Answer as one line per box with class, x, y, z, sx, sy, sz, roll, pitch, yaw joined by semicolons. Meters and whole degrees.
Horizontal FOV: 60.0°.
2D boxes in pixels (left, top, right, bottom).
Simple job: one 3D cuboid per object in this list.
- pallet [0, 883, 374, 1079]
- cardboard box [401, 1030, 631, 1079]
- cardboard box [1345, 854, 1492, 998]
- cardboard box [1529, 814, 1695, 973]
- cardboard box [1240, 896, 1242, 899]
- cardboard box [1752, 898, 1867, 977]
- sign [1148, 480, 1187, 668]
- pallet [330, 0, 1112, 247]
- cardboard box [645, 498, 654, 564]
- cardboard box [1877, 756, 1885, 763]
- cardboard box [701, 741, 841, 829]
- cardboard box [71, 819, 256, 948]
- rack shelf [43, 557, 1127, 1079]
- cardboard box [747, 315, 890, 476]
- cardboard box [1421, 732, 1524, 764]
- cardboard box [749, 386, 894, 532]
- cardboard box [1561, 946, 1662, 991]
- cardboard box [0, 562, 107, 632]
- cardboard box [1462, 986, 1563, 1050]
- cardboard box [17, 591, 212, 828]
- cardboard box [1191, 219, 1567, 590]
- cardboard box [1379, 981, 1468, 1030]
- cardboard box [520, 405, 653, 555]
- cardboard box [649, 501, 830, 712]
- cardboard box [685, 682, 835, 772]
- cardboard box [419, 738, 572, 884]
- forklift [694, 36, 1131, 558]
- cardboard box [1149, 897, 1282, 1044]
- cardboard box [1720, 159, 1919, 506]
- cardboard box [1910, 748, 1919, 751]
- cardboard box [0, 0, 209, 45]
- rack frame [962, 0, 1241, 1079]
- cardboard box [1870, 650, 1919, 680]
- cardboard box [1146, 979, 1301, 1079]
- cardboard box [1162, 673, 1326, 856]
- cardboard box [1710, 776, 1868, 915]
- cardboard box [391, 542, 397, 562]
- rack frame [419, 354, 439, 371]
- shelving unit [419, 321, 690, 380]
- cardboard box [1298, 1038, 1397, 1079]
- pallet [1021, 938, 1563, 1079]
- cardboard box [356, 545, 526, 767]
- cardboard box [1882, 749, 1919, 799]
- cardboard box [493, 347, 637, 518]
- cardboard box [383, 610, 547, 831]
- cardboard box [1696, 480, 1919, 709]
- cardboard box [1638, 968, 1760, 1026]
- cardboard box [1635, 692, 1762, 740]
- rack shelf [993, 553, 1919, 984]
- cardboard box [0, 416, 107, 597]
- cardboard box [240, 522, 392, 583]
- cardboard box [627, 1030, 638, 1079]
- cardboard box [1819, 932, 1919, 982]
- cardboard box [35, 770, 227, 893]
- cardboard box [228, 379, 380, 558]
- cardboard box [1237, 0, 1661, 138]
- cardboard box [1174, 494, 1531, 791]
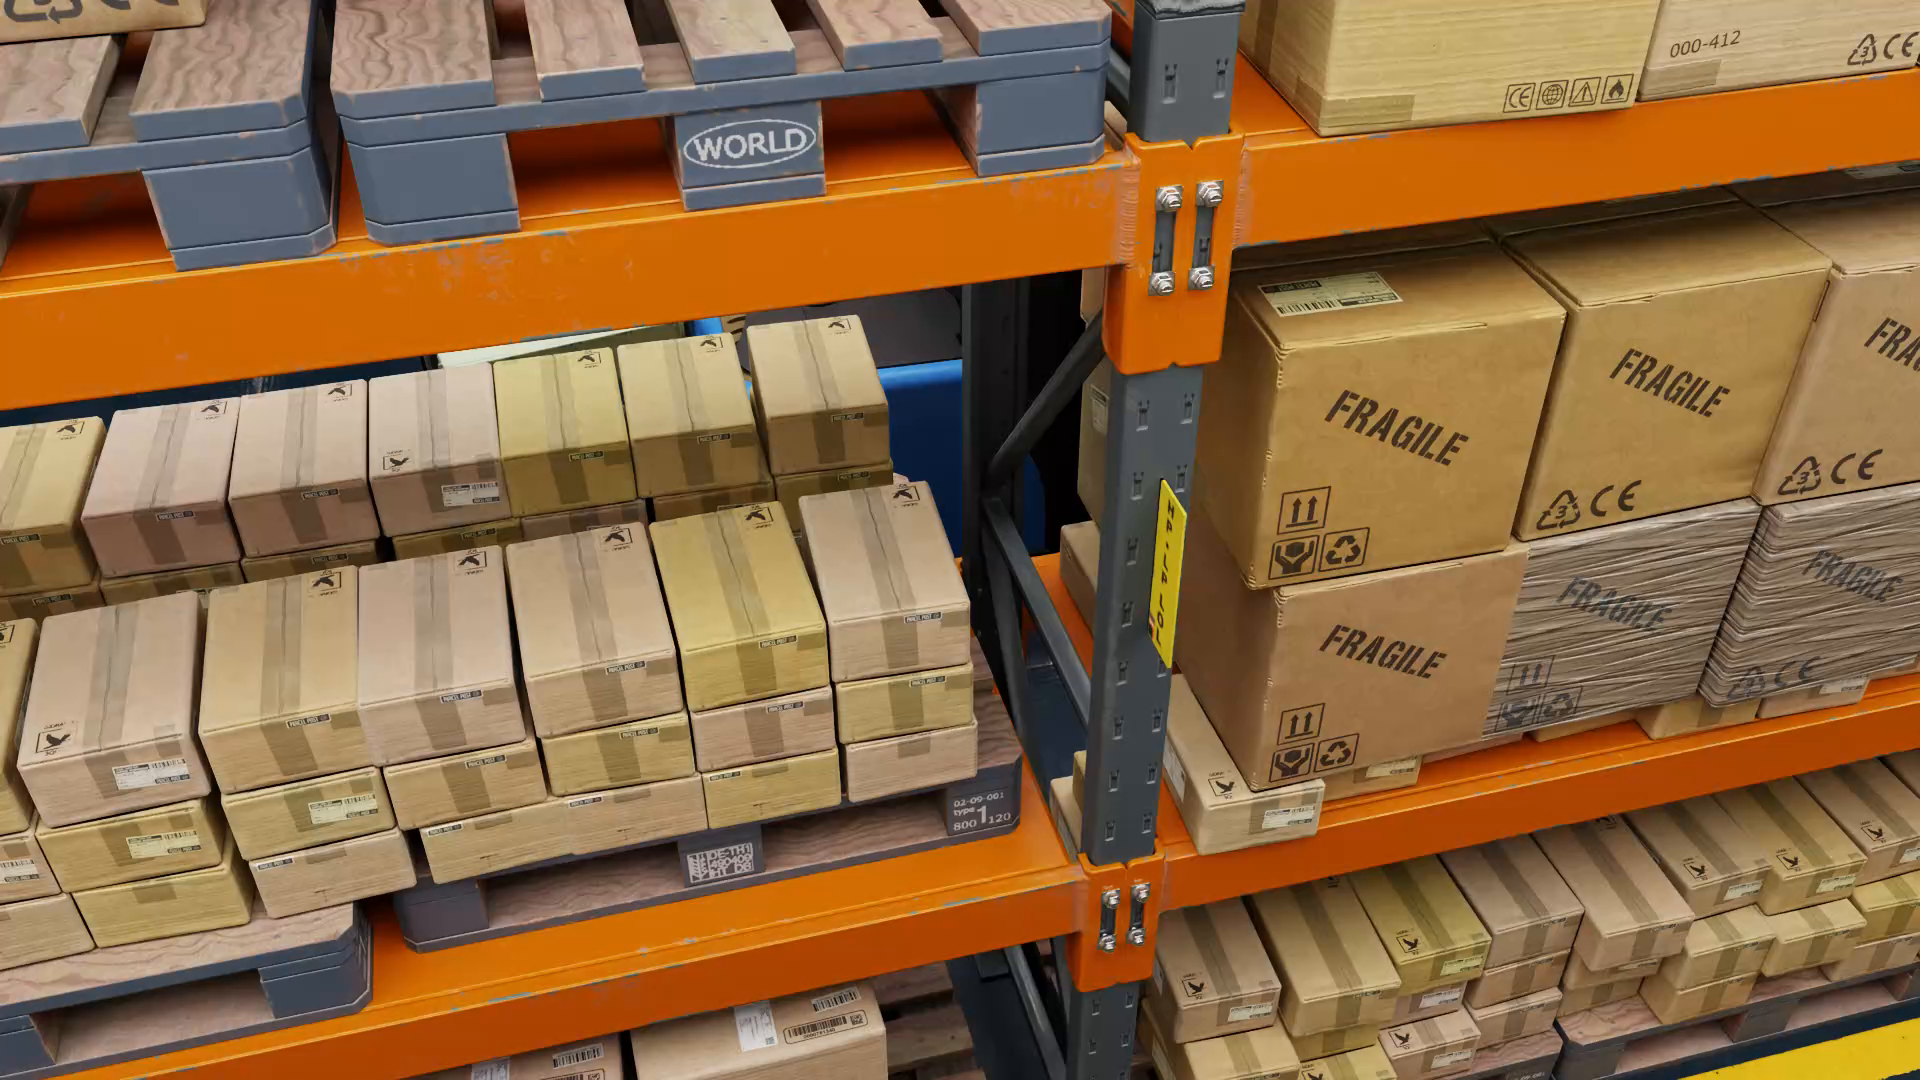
pallet;-1.768;0.567;3.198;1.213;0.211;1.003;-9;38;-12
cardboard box;-0.960;1.063;3.486;0.500;0.250;0.500;-8;38;-10
cardboard box;1.092;0.913;4.099;0.250;0.149;0.380;-10;39;-13
cardboard box;1.605;0.866;4.160;0.250;0.149;0.380;-9;38;-11
cardboard box;0.755;0.906;4.597;0.250;0.149;0.380;-8;38;-11
cardboard box;2.111;0.922;4.332;0.250;0.149;0.380;-9;38;-11
sign;0.341;0.060;2.750;0.005;0.325;0.100;-9;38;-12
pallet;-0.431;-0.887;2.626;1.003;0.211;1.213;-9;38;-12
cardboard box;-0.573;-0.032;3.684;0.250;0.149;0.380;-9;38;-11
cardboard box;2.482;0.517;4.862;0.250;0.149;0.380;-11;39;-14
cardboard box;-0.389;0.348;3.187;0.250;0.149;0.380;-9;38;-12
cardboard box;-1.396;0.515;2.969;0.250;0.149;0.380;-8;38;-10
rack shelf;-1.738;0.797;3.331;4.000;0.370;1.077;-9;38;-12
cardboard box;-0.307;-0.316;3.566;0.250;0.149;0.380;-7;38;-10
cardboard box;1.026;0.284;3.616;0.250;0.149;0.380;-11;39;-14
cardboard box;-0.307;-0.198;3.656;0.250;0.149;0.380;-9;38;-11
cardboard box;1.606;0.949;4.296;0.250;0.149;0.380;-8;38;-10
cardboard box;-1.817;0.051;3.330;0.250;0.149;0.380;-10;39;-13
cardboard box;1.344;1.110;4.331;0.250;0.149;0.380;-10;39;-13
cardboard box;-1.402;0.276;2.792;0.250;0.149;0.380;-11;39;-14
cardboard box;0.692;-0.289;3.009;0.500;0.500;0.500;-8;38;-11
cardboard box;1.073;1.020;4.204;0.250;0.149;0.380;-10;38;-12
cardboard box;-0.806;-0.114;3.547;0.250;0.149;0.380;-8;38;-11
cardboard box;-0.403;0.113;3.005;0.250;0.149;0.380;-10;39;-13
cardboard box;-0.394;0.231;3.096;0.250;0.149;0.380;-9;38;-12
cardboard box;-0.873;0.426;3.085;0.250;0.149;0.380;-11;39;-14
forklift;0.613;-1.252;5.475;3.031;2.935;1.130;-8;38;-11
cardboard box;0.580;0.991;3.997;0.250;0.149;0.380;-8;38;-10
cardboard box;1.683;-0.441;3.208;0.500;0.500;0.500;-9;38;-11
cardboard box;2.832;0.725;4.589;0.250;0.149;0.380;-10;38;-12
cardboard box;-1.333;-1.037;2.237;0.637;0.503;0.797;-10;38;-13
rack frame;0.193;0.195;3.526;0.127;3.000;1.000;-9;38;-12
cardboard box;2.057;0.135;3.812;0.250;0.149;0.380;-8;38;-10
cardboard box;0.626;1.172;4.004;0.250;0.149;0.380;-8;38;-10
cardboard box;0.552;0.442;3.411;0.250;0.149;0.380;-8;38;-10
cardboard box;2.095;0.758;4.301;0.250;0.149;0.380;-9;38;-12
cardboard box;-1.304;0.085;3.531;0.250;0.149;0.380;-11;39;-14
rack frame;-1.573;-0.152;5.214;0.023;1.500;0.400;-16;40;-19
shelving unit;-1.241;-0.244;5.335;0.755;1.500;0.431;-16;40;-19
cardboard box;0.885;1.249;4.149;0.250;0.149;0.380;-8;38;-11
pallet;0.832;1.175;4.540;1.213;0.211;1.003;-9;38;-12
cardboard box;-0.906;0.194;2.899;0.250;0.149;0.380;-9;38;-12
cardboard box;2.624;0.724;4.346;0.250;0.149;0.380;-8;38;-10
cardboard box;-0.823;-0.229;3.452;0.250;0.149;0.380;-9;38;-12
cardboard box;-0.897;0.314;2.986;0.250;0.149;0.380;-11;39;-13
cardboard box;1.708;-0.035;3.500;0.500;0.500;0.500;-10;39;-13
cardboard box;1.870;1.062;4.394;0.250;0.149;0.380;-10;39;-13
cardboard box;1.550;0.243;3.670;0.250;0.149;0.380;-9;38;-11
rack shelf;2.124;0.164;4.159;4.000;0.370;1.077;-9;38;-12
cardboard box;-1.815;-0.066;3.238;0.250;0.149;0.380;-8;38;-11
cardboard box;-1.317;-0.029;3.435;0.250;0.149;0.380;-8;38;-10
cardboard box;-0.951;1.367;3.706;0.500;0.500;0.500;-10;39;-13
cardboard box;2.367;0.979;4.502;0.250;0.149;0.380;-9;38;-11
cardboard box;-1.411;0.399;2.875;0.250;0.149;0.380;-9;38;-12
cardboard box;-1.312;-0.150;3.349;0.250;0.149;0.380;-10;38;-12
cardboard box;0.709;-0.855;2.554;0.500;0.250;0.500;-7;38;-10
cardboard box;0.737;0.106;3.315;0.500;0.500;0.500;-10;39;-13
